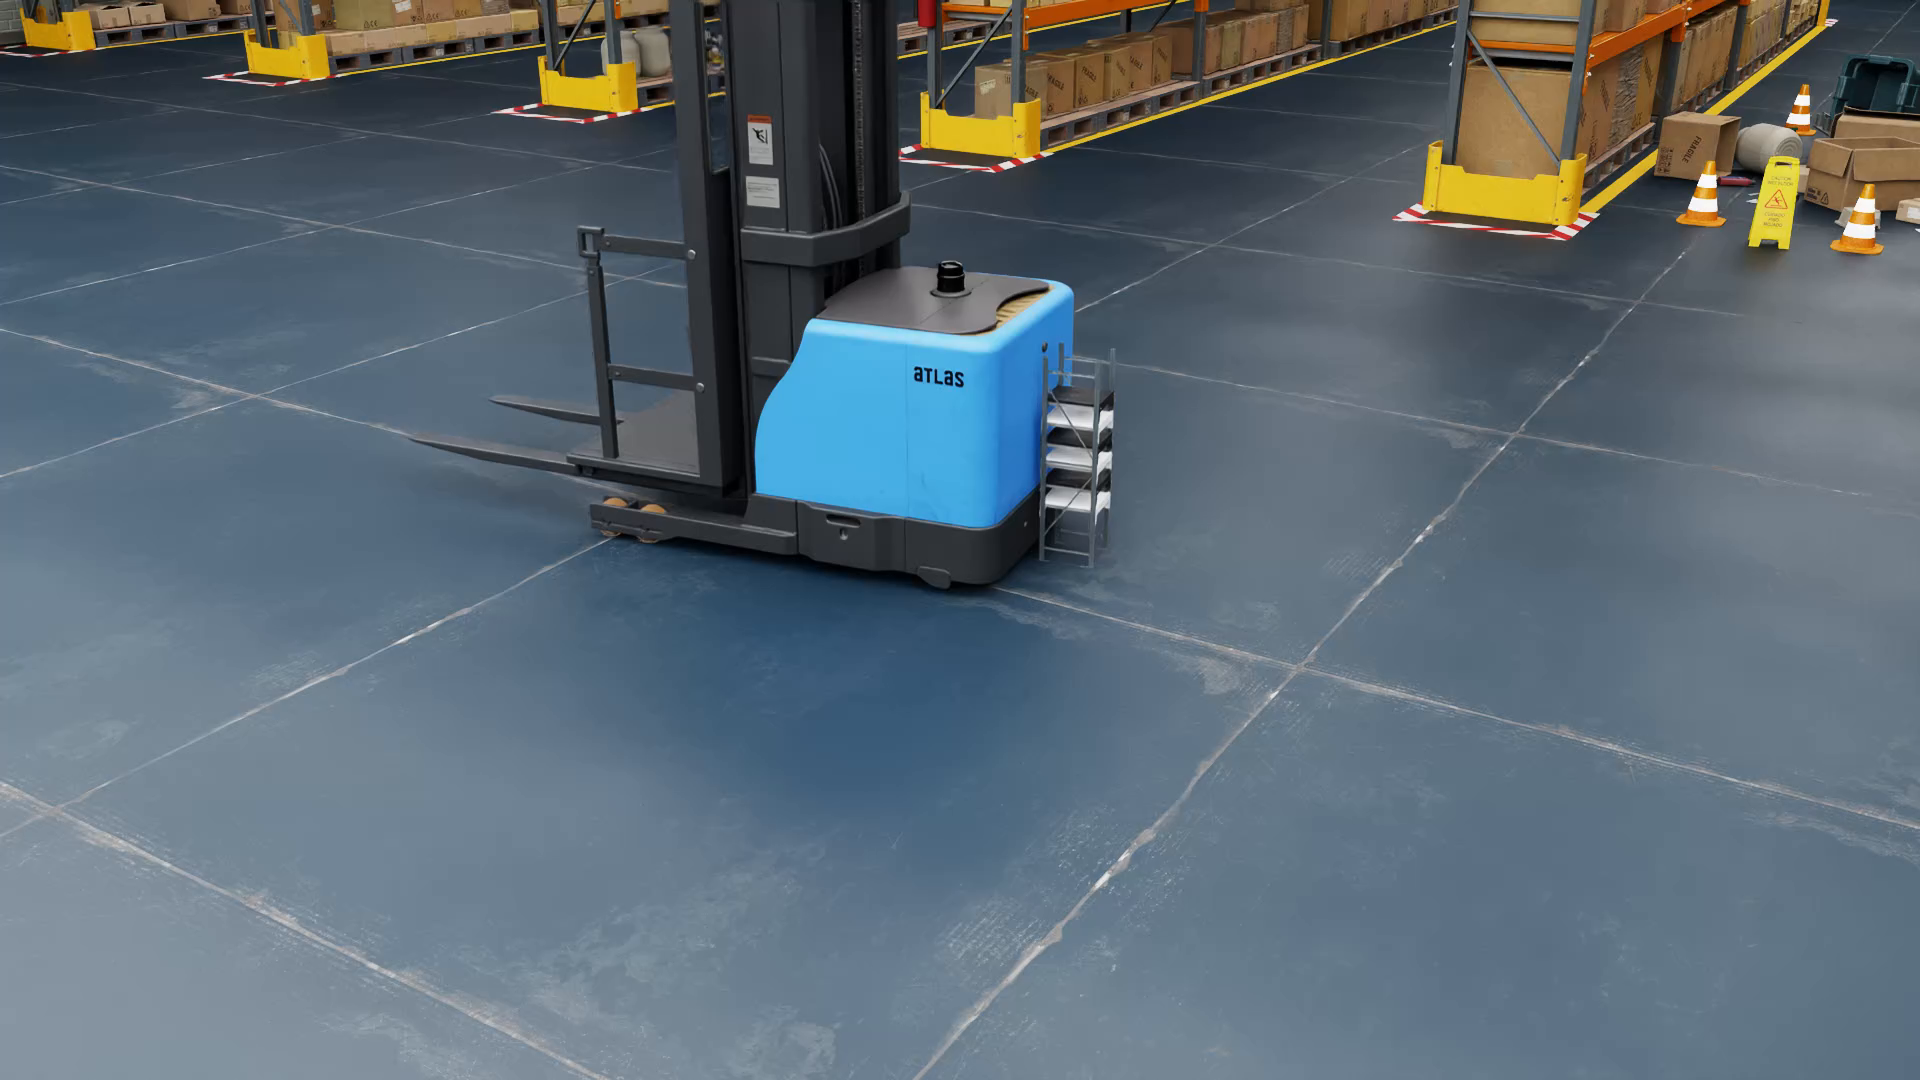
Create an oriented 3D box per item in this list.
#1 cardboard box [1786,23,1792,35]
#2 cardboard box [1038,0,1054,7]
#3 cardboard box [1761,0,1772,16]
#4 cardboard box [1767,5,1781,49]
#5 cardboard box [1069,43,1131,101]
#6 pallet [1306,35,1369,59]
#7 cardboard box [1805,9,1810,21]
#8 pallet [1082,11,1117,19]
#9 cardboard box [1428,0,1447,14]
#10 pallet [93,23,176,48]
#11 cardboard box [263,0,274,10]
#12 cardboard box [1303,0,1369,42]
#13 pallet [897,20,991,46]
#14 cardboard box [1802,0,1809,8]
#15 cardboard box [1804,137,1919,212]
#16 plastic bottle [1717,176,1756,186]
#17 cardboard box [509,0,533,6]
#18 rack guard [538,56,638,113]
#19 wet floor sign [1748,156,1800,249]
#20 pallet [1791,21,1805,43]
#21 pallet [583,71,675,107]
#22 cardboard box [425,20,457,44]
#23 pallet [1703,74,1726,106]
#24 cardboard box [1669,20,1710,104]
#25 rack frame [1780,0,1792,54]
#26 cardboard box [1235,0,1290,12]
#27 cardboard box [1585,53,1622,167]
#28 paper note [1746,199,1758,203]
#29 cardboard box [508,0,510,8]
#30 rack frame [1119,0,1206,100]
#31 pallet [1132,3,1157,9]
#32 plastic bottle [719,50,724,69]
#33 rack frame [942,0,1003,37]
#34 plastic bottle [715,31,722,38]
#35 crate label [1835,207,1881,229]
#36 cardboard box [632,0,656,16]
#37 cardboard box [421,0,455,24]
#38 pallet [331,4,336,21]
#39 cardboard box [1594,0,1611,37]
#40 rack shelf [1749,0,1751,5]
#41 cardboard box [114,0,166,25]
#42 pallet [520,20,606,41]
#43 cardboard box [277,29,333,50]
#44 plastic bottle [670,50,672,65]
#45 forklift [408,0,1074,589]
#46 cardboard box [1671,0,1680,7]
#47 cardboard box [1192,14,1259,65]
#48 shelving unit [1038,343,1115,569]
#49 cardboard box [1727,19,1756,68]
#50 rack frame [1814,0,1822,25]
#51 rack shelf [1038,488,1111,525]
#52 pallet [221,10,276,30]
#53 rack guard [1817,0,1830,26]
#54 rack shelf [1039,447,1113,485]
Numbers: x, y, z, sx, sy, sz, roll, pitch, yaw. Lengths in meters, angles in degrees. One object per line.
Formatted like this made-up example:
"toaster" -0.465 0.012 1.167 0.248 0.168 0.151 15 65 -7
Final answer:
"cardboard box" 11.104 -6.977 22.652 0.380 0.149 0.250 13 26 27
"cardboard box" 0.650 -5.072 15.507 0.380 0.149 0.250 14 27 29
"cardboard box" 9.638 -6.595 20.382 0.500 0.250 0.500 14 27 29
"cardboard box" 10.192 -6.607 21.355 0.500 0.500 0.500 13 27 28
"cardboard box" 1.457 -4.909 17.432 0.500 0.500 0.500 11 26 24
"pallet" 4.848 -6.732 22.534 1.003 0.211 1.213 14 27 29
"cardboard box" 12.186 -7.686 24.289 0.380 0.149 0.250 13 26 27
"pallet" 1.828 -8.618 26.891 1.003 0.211 1.213 14 27 29
"cardboard box" 6.895 -8.535 25.335 0.875 0.875 0.875 14 27 29
"pallet" -11.977 -7.188 23.588 1.003 0.211 1.213 14 27 29
"cardboard box" -10.623 -8.240 25.521 0.380 0.166 0.250 10 25 22
"cardboard box" 4.750 -7.207 22.268 1.225 0.875 0.875 12 26 27
"pallet" -0.281 -7.266 23.768 1.003 0.211 1.213 14 27 29
"cardboard box" 12.027 -7.735 24.027 0.380 0.149 0.250 15 28 32
"cardboard box" 7.343 -2.962 13.458 0.797 0.503 0.637 -3 24 -7
"plastic bottle" 6.678 -3.083 14.295 0.283 0.061 0.133 5 24 11
"cardboard box" -6.185 -7.873 23.888 0.500 0.311 0.500 14 27 29
"rack guard" -4.059 -4.987 18.141 1.175 0.500 0.348 14 27 29
"wet floor sign" 5.976 -2.482 12.172 0.267 0.644 0.232 9 25 20
"pallet" 11.606 -7.405 24.090 1.003 0.211 1.213 14 27 29
"pallet" -3.626 -5.128 18.829 1.003 0.211 1.213 14 27 29
"cardboard box" -7.001 -6.709 21.905 0.500 0.250 0.500 14 27 29
"pallet" 8.049 -5.157 18.898 1.003 0.211 1.213 14 27 29
"cardboard box" 7.182 -5.051 17.445 1.050 0.750 0.750 14 27 29
"rack frame" 10.639 -8.037 22.041 1.000 3.000 0.127 14 27 29
"cardboard box" 3.769 -6.746 20.707 0.500 0.250 0.500 17 29 35
"cardboard box" 5.073 -3.745 14.271 0.875 0.875 0.875 13 27 28
"paper note" 6.557 -2.783 13.643 0.142 0.017 0.144 -17 29 -35
"cardboard box" -6.666 -7.672 23.185 0.500 0.500 0.500 14 27 29
"rack frame" 2.258 -6.411 18.283 1.000 3.000 0.127 14 27 29
"pallet" 2.625 -9.126 28.064 1.003 0.211 1.213 14 27 29
"plastic bottle" -2.784 -5.598 19.374 0.097 0.201 0.097 0 23 0
"rack frame" 0.161 -8.799 23.799 1.000 3.000 0.127 14 27 29
"plastic bottle" -2.950 -6.108 20.449 0.061 0.283 0.133 15 28 31
"crate label" 6.938 -2.482 12.811 0.250 0.136 0.298 1 23 2
"cardboard box" -4.922 -8.022 24.938 0.500 0.250 0.500 14 27 30
"cardboard box" -7.000 -7.053 21.755 0.500 0.500 0.500 14 27 29
"pallet" -9.957 -8.508 26.638 1.003 0.211 1.213 14 27 29
"cardboard box" 4.738 -4.381 13.406 0.875 0.550 0.550 14 27 29
"rack shelf" 9.584 -7.032 20.624 1.077 0.370 4.000 14 27 29
"cardboard box" -11.734 -7.550 23.745 0.500 0.311 0.500 16 28 33
"pallet" -5.800 -7.465 24.229 1.003 0.211 1.213 14 27 29
"cardboard box" -8.234 -6.312 20.987 0.500 0.250 0.500 14 27 29
"plastic bottle" -3.463 -5.728 19.675 0.097 0.201 0.097 0 23 0
"forklift" -1.068 -1.511 7.052 3.031 2.935 1.130 9 25 21
"cardboard box" 6.235 -5.279 15.480 0.875 0.550 0.550 14 27 29
"cardboard box" 3.163 -6.014 19.960 0.700 0.500 0.500 11 26 24
"shelving unit" 0.485 -0.346 6.917 0.258 0.900 0.210 9 25 20
"cardboard box" 9.119 -5.918 19.763 0.500 0.500 0.500 13 26 27
"rack frame" 12.749 -9.388 25.159 1.000 3.000 0.127 14 27 29
"rack shelf" 0.485 -0.151 7.002 0.258 0.077 0.200 9 25 20
"pallet" -10.690 -8.011 25.490 1.003 0.211 1.213 14 27 29
"rack guard" 12.709 -8.215 25.597 1.175 0.500 0.348 14 27 29
"rack shelf" 0.485 -0.316 6.930 0.258 0.077 0.200 9 25 20
